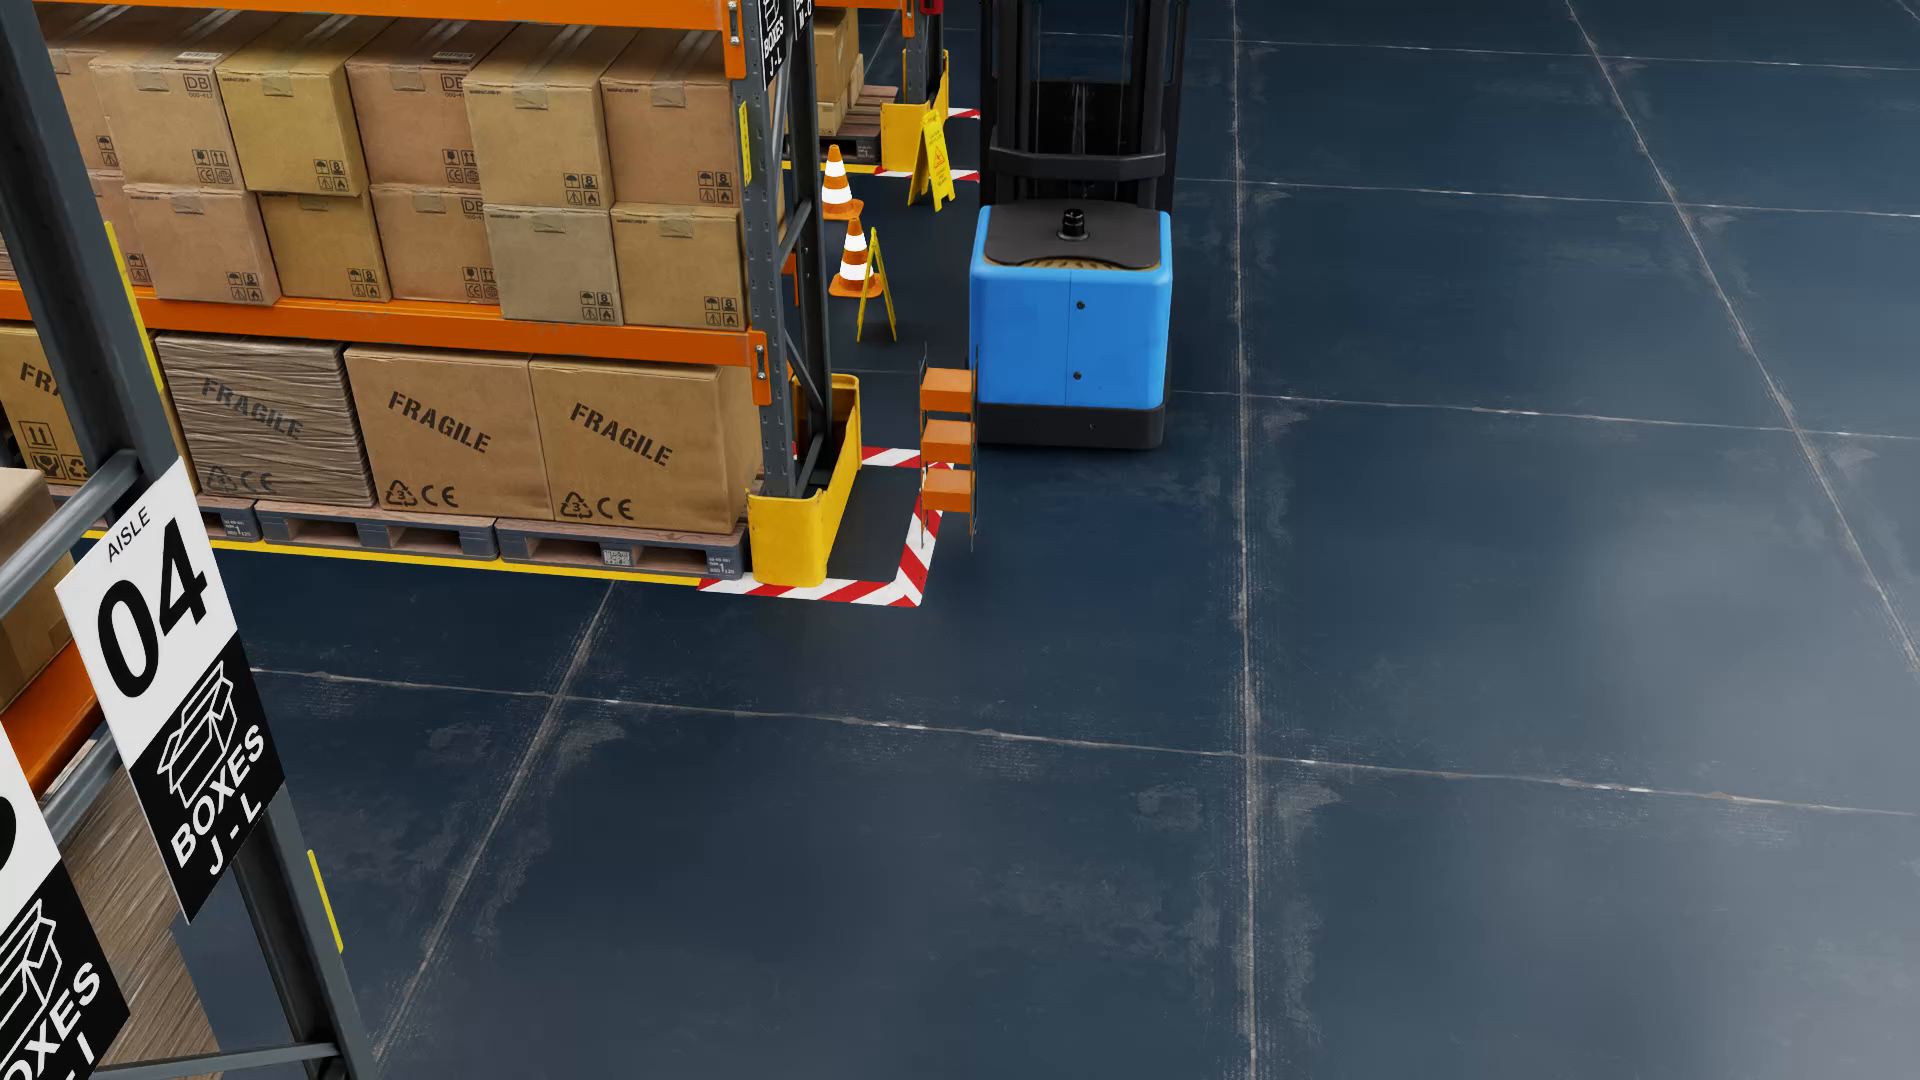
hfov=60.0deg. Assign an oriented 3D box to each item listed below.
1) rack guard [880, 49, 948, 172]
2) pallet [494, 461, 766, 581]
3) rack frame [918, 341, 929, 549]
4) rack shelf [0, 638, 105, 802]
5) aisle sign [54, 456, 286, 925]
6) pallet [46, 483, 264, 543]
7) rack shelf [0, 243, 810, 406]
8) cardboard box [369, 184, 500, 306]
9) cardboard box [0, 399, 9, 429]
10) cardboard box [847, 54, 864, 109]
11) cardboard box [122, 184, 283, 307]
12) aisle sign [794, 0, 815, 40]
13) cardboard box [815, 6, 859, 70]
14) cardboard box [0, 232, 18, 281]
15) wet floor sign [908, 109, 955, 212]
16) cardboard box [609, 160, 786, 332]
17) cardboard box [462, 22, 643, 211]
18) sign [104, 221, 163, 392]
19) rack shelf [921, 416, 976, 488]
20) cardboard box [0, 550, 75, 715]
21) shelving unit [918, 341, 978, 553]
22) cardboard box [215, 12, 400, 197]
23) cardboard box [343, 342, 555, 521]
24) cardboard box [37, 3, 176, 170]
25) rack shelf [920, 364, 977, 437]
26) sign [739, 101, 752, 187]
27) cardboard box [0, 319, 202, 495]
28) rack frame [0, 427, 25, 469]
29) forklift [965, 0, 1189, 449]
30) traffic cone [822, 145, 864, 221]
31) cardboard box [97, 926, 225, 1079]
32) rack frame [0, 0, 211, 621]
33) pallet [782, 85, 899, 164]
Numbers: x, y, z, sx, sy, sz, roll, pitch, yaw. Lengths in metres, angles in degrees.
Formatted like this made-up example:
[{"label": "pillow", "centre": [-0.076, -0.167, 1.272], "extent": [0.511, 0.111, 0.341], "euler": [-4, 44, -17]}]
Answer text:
[{"label": "rack guard", "centre": [-0.326, -3.188, 12.286], "extent": [0.348, 0.500, 1.175], "euler": [4, 36, 6]}, {"label": "pallet", "centre": [-1.584, -0.219, 8.375], "extent": [1.213, 0.211, 1.003], "euler": [4, 36, 6]}, {"label": "rack frame", "centre": [-0.174, -0.440, 7.963], "extent": [0.008, 1.050, 0.200], "euler": [4, 36, 6]}, {"label": "rack shelf", "centre": [-3.497, 0.434, 3.096], "extent": [4.000, 0.370, 1.077], "euler": [4, 36, 6]}, {"label": "aisle sign", "centre": [-1.414, 0.284, 3.032], "extent": [0.004, 0.787, 0.394], "euler": [4, 36, 6]}, {"label": "pallet", "centre": [-4.004, -0.399, 8.628], "extent": [1.213, 0.211, 1.003], "euler": [4, 36, 6]}, {"label": "rack shelf", "centre": [-2.765, -1.195, 7.962], "extent": [4.000, 0.370, 1.077], "euler": [4, 36, 6]}, {"label": "cardboard box", "centre": [-2.243, -1.544, 7.702], "extent": [0.550, 0.550, 0.875], "euler": [4, 36, 6]}, {"label": "cardboard box", "centre": [-5.376, -0.885, 8.483], "extent": [0.750, 0.750, 1.050], "euler": [4, 36, 6]}, {"label": "cardboard box", "centre": [-1.016, -3.470, 12.536], "extent": [0.500, 0.250, 0.500], "euler": [4, 36, 6]}, {"label": "cardboard box", "centre": [-3.312, -1.541, 7.698], "extent": [0.550, 0.550, 0.875], "euler": [4, 36, 6]}, {"label": "aisle sign", "centre": [-0.673, -2.566, 7.025], "extent": [0.004, 0.787, 0.394], "euler": [4, 36, 6]}, {"label": "cardboard box", "centre": [-1.040, -3.777, 12.320], "extent": [0.500, 0.500, 0.500], "euler": [3, 36, 4]}, {"label": "cardboard box", "centre": [-4.381, -1.676, 7.888], "extent": [0.550, 0.550, 0.875], "euler": [4, 36, 6]}, {"label": "wet floor sign", "centre": [-0.199, -2.611, 11.352], "extent": [0.232, 0.644, 0.267], "euler": [17, 39, 22]}, {"label": "cardboard box", "centre": [-1.155, -1.402, 7.504], "extent": [0.550, 0.550, 0.875], "euler": [4, 36, 6]}, {"label": "cardboard box", "centre": [-1.702, -1.878, 7.240], "extent": [0.550, 0.550, 0.875], "euler": [4, 36, 6]}, {"label": "sign", "centre": [-1.444, -0.379, 2.864], "extent": [0.005, 0.325, 0.100], "euler": [4, 36, 6]}, {"label": "rack shelf", "centre": [-0.053, -0.423, 7.957], "extent": [0.240, 0.259, 0.215], "euler": [4, 36, 6]}, {"label": "cardboard box", "centre": [-1.958, 0.166, 2.982], "extent": [0.500, 0.250, 0.500], "euler": [5, 36, 7]}, {"label": "shelving unit", "centre": [-0.053, -0.431, 7.951], "extent": [0.252, 1.050, 0.215], "euler": [4, 36, 6]}, {"label": "cardboard box", "centre": [-2.782, -1.962, 7.358], "extent": [0.500, 0.550, 0.875], "euler": [4, 36, 6]}, {"label": "cardboard box", "centre": [-2.335, -0.722, 8.147], "extent": [0.875, 0.875, 0.875], "euler": [4, 36, 5]}, {"label": "cardboard box", "centre": [-3.827, -2.116, 7.573], "extent": [0.550, 0.550, 0.875], "euler": [4, 36, 6]}, {"label": "rack shelf", "centre": [-0.053, -0.654, 7.792], "extent": [0.240, 0.259, 0.215], "euler": [4, 36, 6]}, {"label": "sign", "centre": [-0.864, -1.596, 6.703], "extent": [0.005, 0.325, 0.100], "euler": [4, 36, 6]}, {"label": "cardboard box", "centre": [-4.134, -0.855, 8.333], "extent": [0.875, 0.875, 0.875], "euler": [5, 36, 7]}, {"label": "rack frame", "centre": [-4.749, -1.636, 7.960], "extent": [0.127, 3.000, 1.000], "euler": [4, 36, 6]}, {"label": "forklift", "centre": [0.672, -2.510, 9.244], "extent": [1.130, 2.935, 3.031], "euler": [3, 36, 4]}, {"label": "traffic cone", "centre": [-0.842, -2.455, 11.292], "extent": [0.334, 0.463, 0.336], "euler": [4, 36, 6]}, {"label": "cardboard box", "centre": [-2.055, 1.292, 3.515], "extent": [0.500, 0.500, 0.875], "euler": [4, 36, 6]}, {"label": "rack frame", "centre": [-1.513, -0.931, 1.809], "extent": [0.127, 3.000, 1.000], "euler": [4, 36, 6]}, {"label": "pallet", "centre": [-1.128, -3.151, 12.483], "extent": [1.213, 0.211, 1.003], "euler": [4, 36, 6]}]
